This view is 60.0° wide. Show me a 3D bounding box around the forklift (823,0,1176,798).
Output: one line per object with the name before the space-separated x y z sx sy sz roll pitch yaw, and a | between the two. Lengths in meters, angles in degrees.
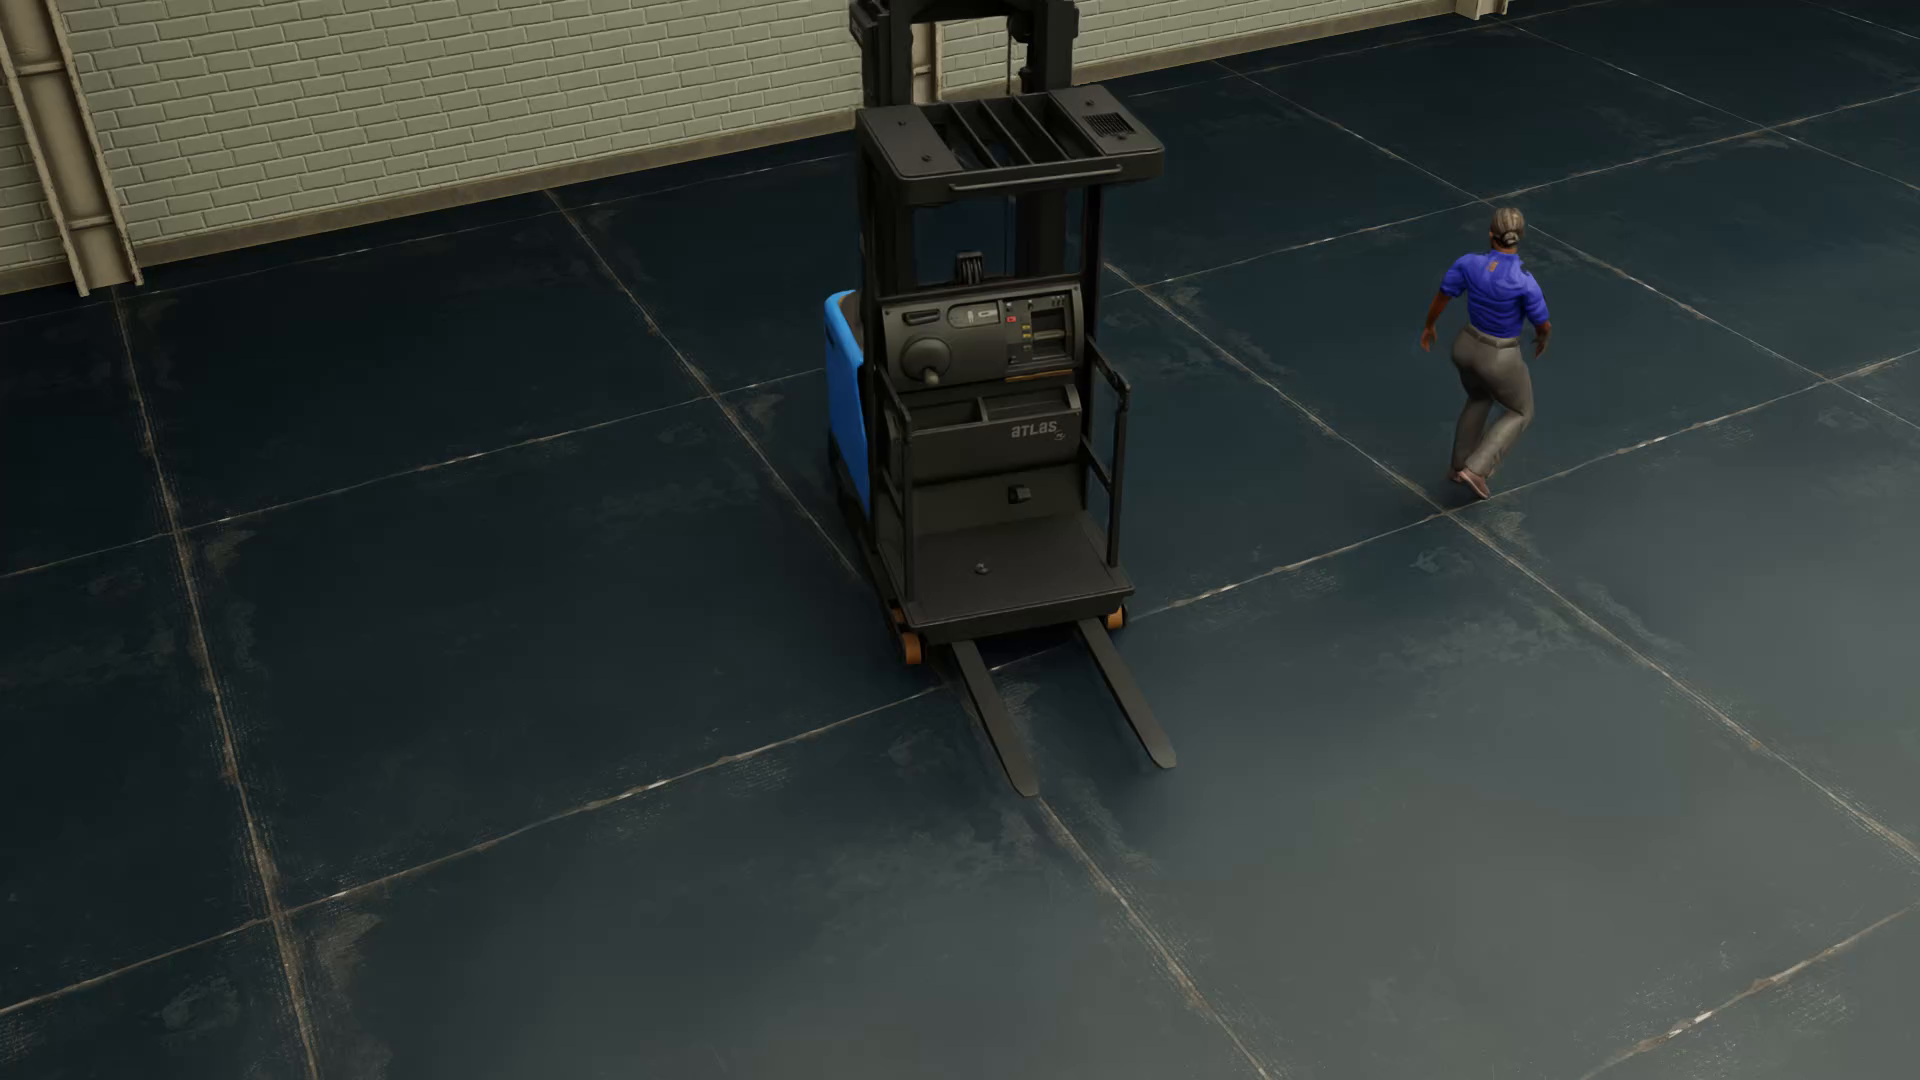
forklift | 0.169 -0.858 7.337 1.130 2.935 3.031 -9 36 -13

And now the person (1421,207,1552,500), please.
person | 2.747 -0.994 8.678 0.497 1.619 0.659 -21 41 -27
